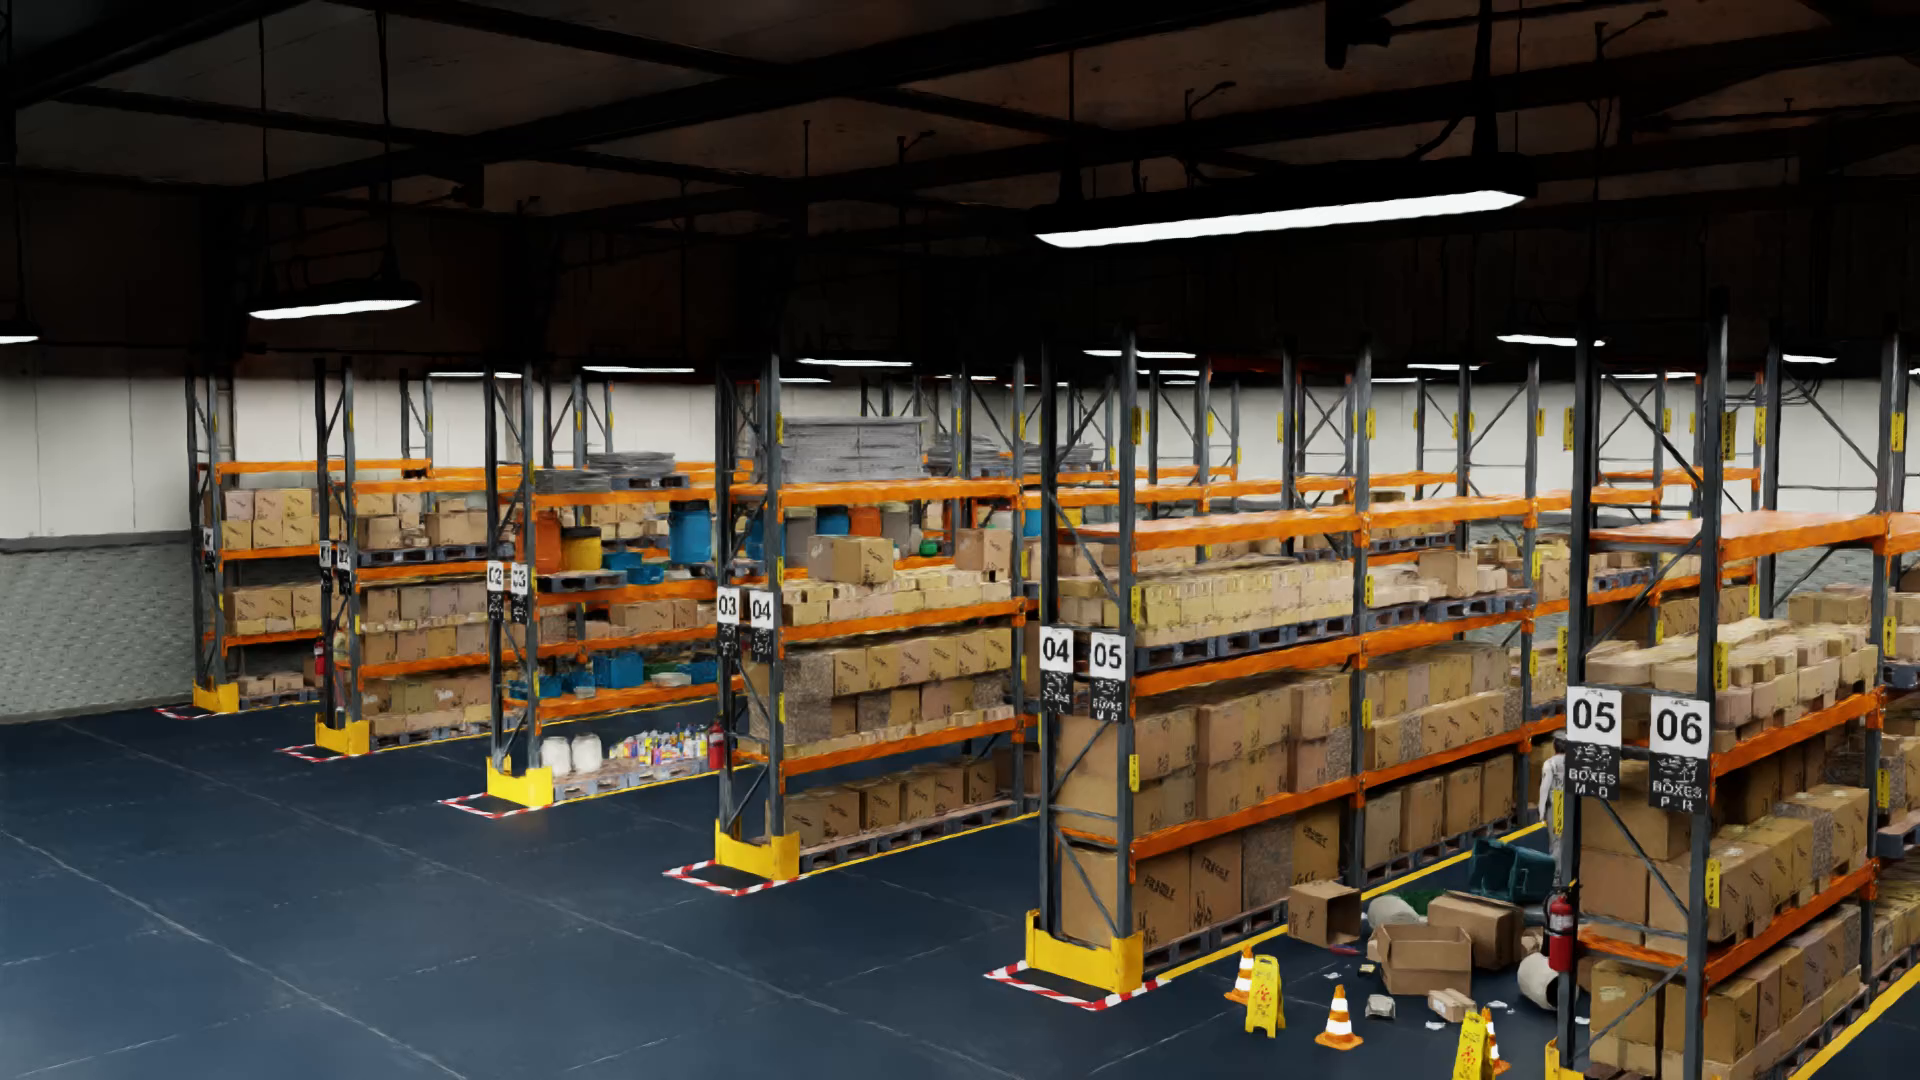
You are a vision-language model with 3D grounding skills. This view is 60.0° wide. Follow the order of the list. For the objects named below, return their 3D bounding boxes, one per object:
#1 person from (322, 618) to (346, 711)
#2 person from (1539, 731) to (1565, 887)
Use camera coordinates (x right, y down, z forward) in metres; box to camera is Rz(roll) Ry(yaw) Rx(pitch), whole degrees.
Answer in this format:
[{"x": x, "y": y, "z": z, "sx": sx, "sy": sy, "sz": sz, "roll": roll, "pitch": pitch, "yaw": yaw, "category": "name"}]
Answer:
[{"x": -10.780, "y": 2.142, "z": 28.873, "sx": 0.612, "sy": 1.610, "sz": 0.790, "roll": 2, "pitch": 5, "yaw": 23, "category": "person"}, {"x": 6.529, "y": 2.927, "z": 18.191, "sx": 0.525, "sy": 1.675, "sz": 0.455, "roll": -1, "pitch": 5, "yaw": -16, "category": "person"}]
